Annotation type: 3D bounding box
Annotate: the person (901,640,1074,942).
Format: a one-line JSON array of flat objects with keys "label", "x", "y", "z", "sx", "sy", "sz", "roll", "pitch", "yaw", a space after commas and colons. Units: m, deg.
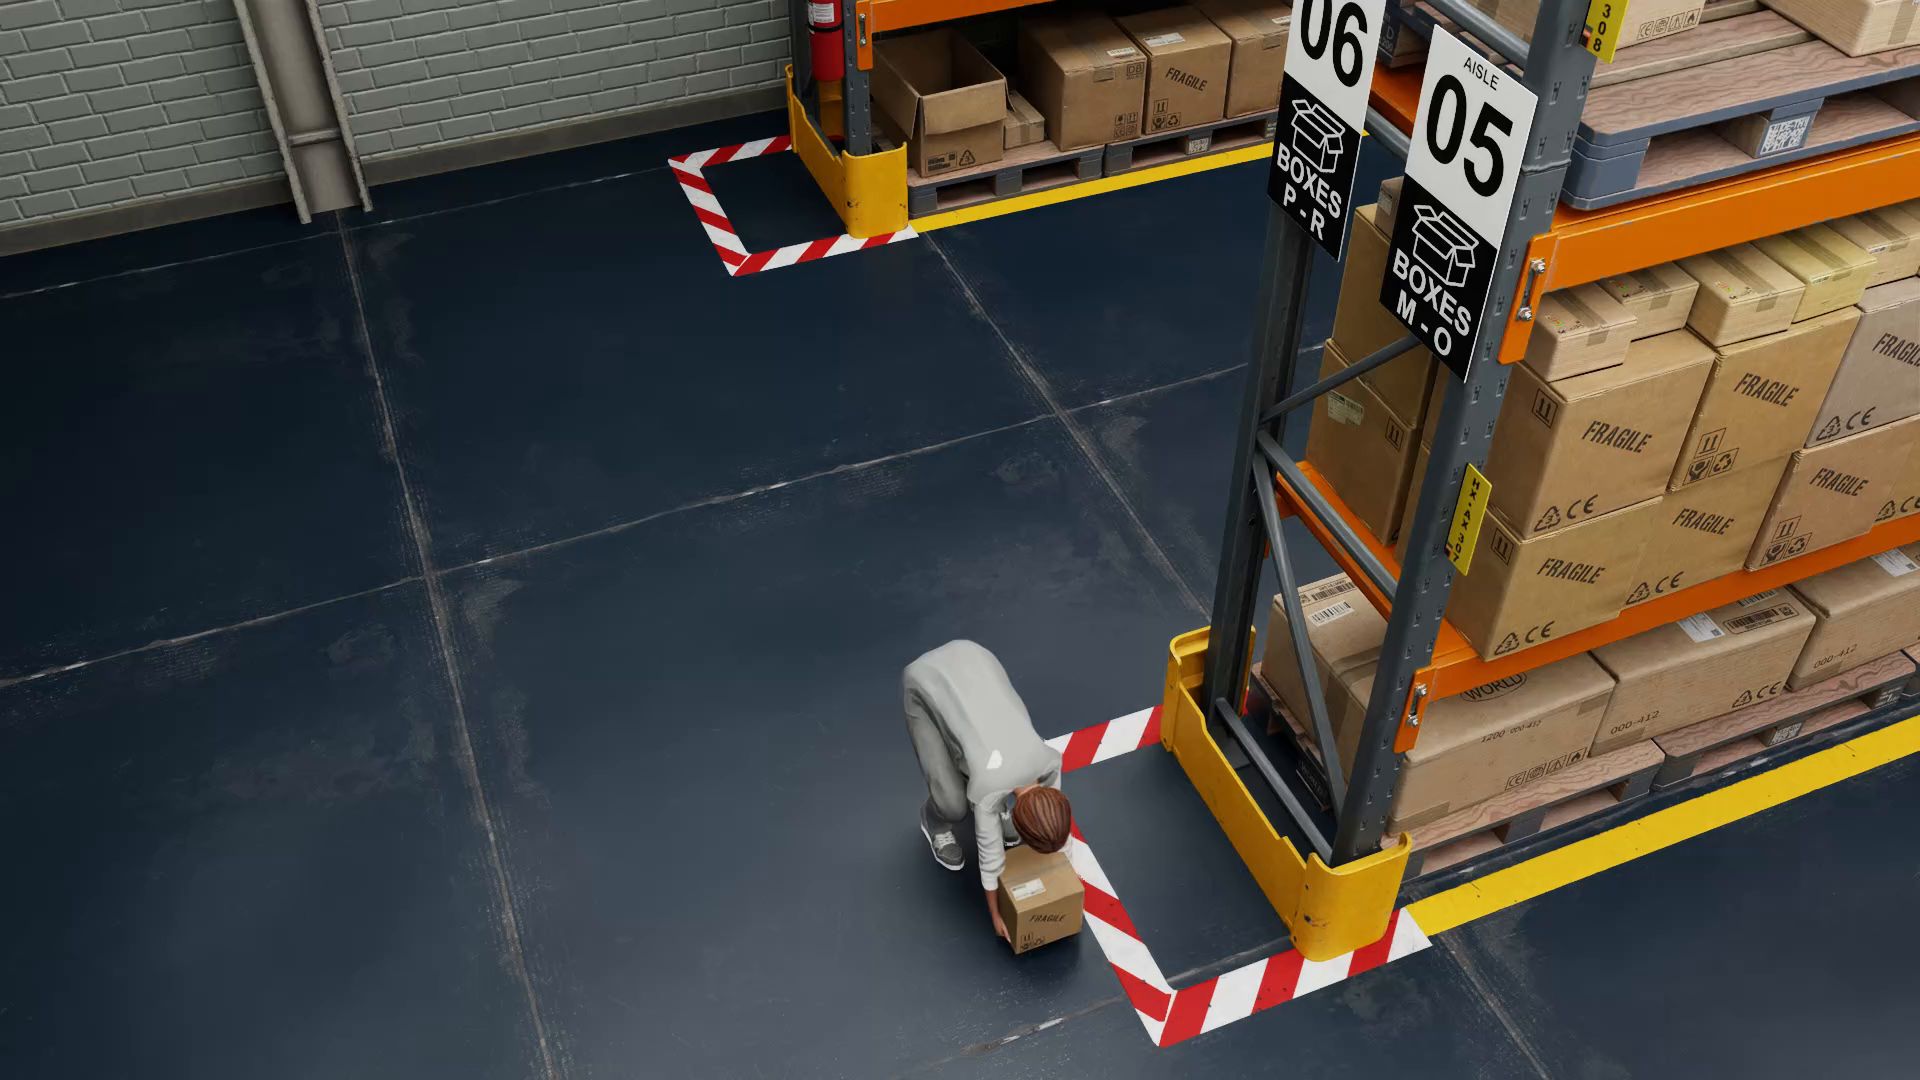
[{"label": "person", "x": 0.112, "y": 0.853, "z": 5.761, "sx": 0.421, "sy": 0.883, "sz": 0.854, "roll": -23, "pitch": 47, "yaw": -23}]
